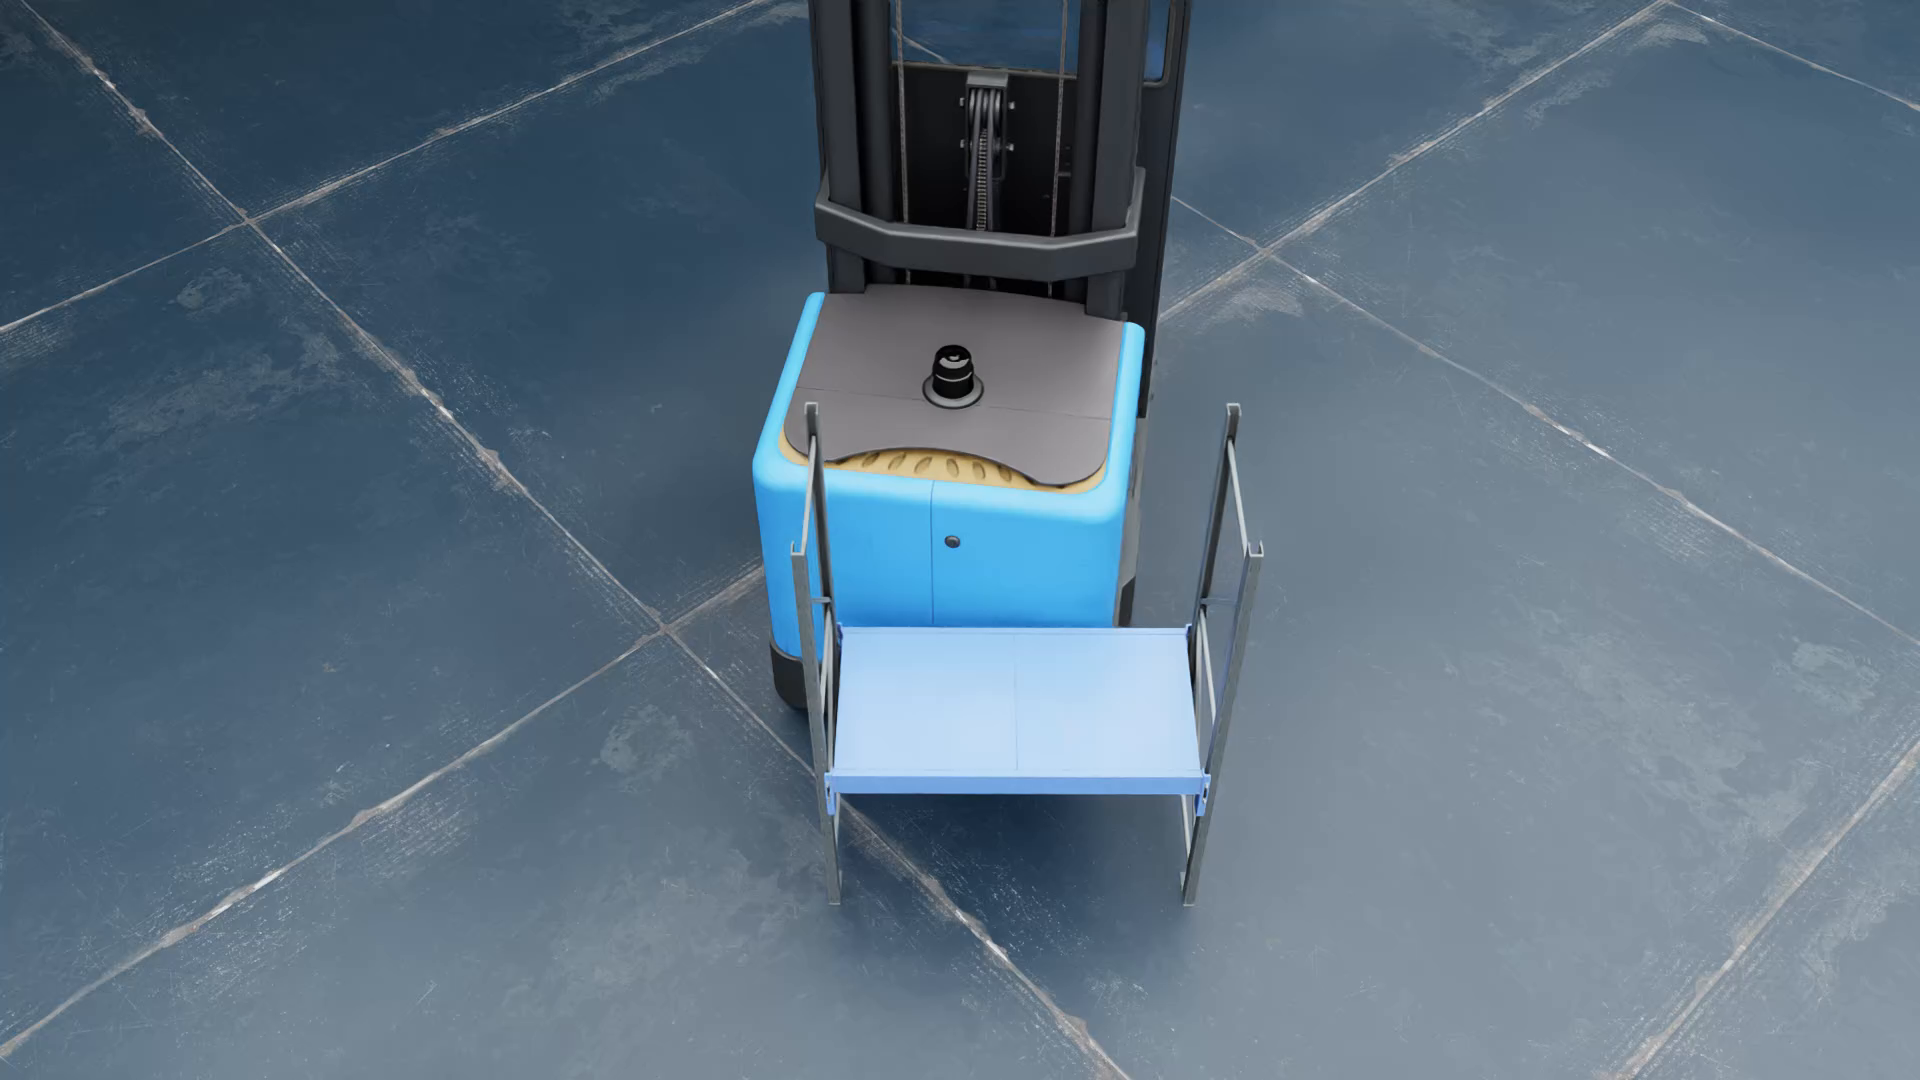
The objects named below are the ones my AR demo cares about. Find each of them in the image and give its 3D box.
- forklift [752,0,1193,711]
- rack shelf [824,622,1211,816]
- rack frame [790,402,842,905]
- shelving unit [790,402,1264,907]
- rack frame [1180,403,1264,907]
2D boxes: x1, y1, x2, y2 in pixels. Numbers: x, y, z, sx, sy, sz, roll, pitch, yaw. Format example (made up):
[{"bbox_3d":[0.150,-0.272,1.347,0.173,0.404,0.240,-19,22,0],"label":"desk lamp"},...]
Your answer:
[{"bbox_3d":[0.148,-1.476,5.118,1.130,2.935,3.031,6,48,6],"label":"forklift"},{"bbox_3d":[0.149,0.482,4.529,1.000,0.185,0.538,0,47,0],"label":"rack shelf"},{"bbox_3d":[-0.359,0.358,4.399,0.032,1.500,0.500,0,47,0],"label":"rack frame"},{"bbox_3d":[0.149,0.360,4.397,1.048,1.500,0.538,0,47,0],"label":"shelving unit"},{"bbox_3d":[0.658,0.362,4.396,0.032,1.500,0.500,0,47,0],"label":"rack frame"}]
